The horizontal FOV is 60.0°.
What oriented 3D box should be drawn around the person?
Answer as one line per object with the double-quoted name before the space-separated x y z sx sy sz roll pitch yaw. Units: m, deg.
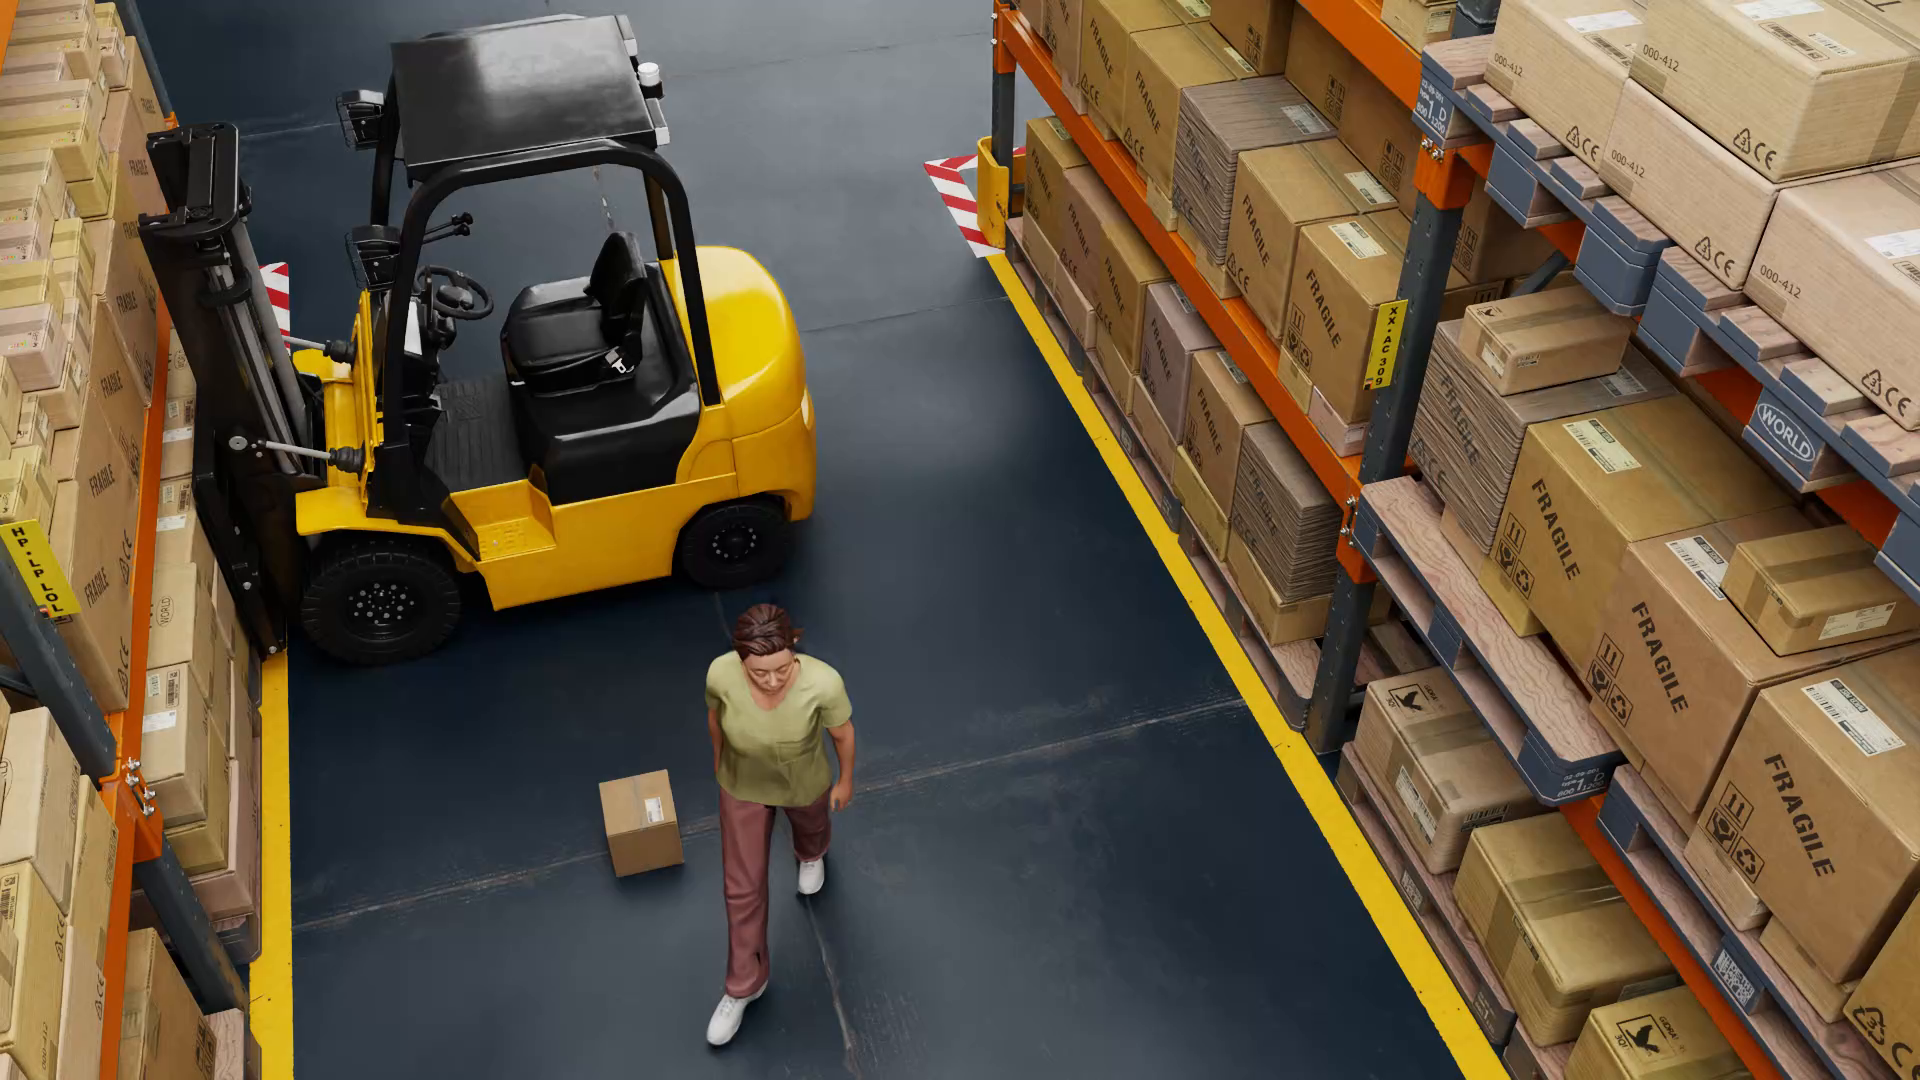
"person" -0.589 0.785 5.306 0.522 1.630 0.891 0 42 0
